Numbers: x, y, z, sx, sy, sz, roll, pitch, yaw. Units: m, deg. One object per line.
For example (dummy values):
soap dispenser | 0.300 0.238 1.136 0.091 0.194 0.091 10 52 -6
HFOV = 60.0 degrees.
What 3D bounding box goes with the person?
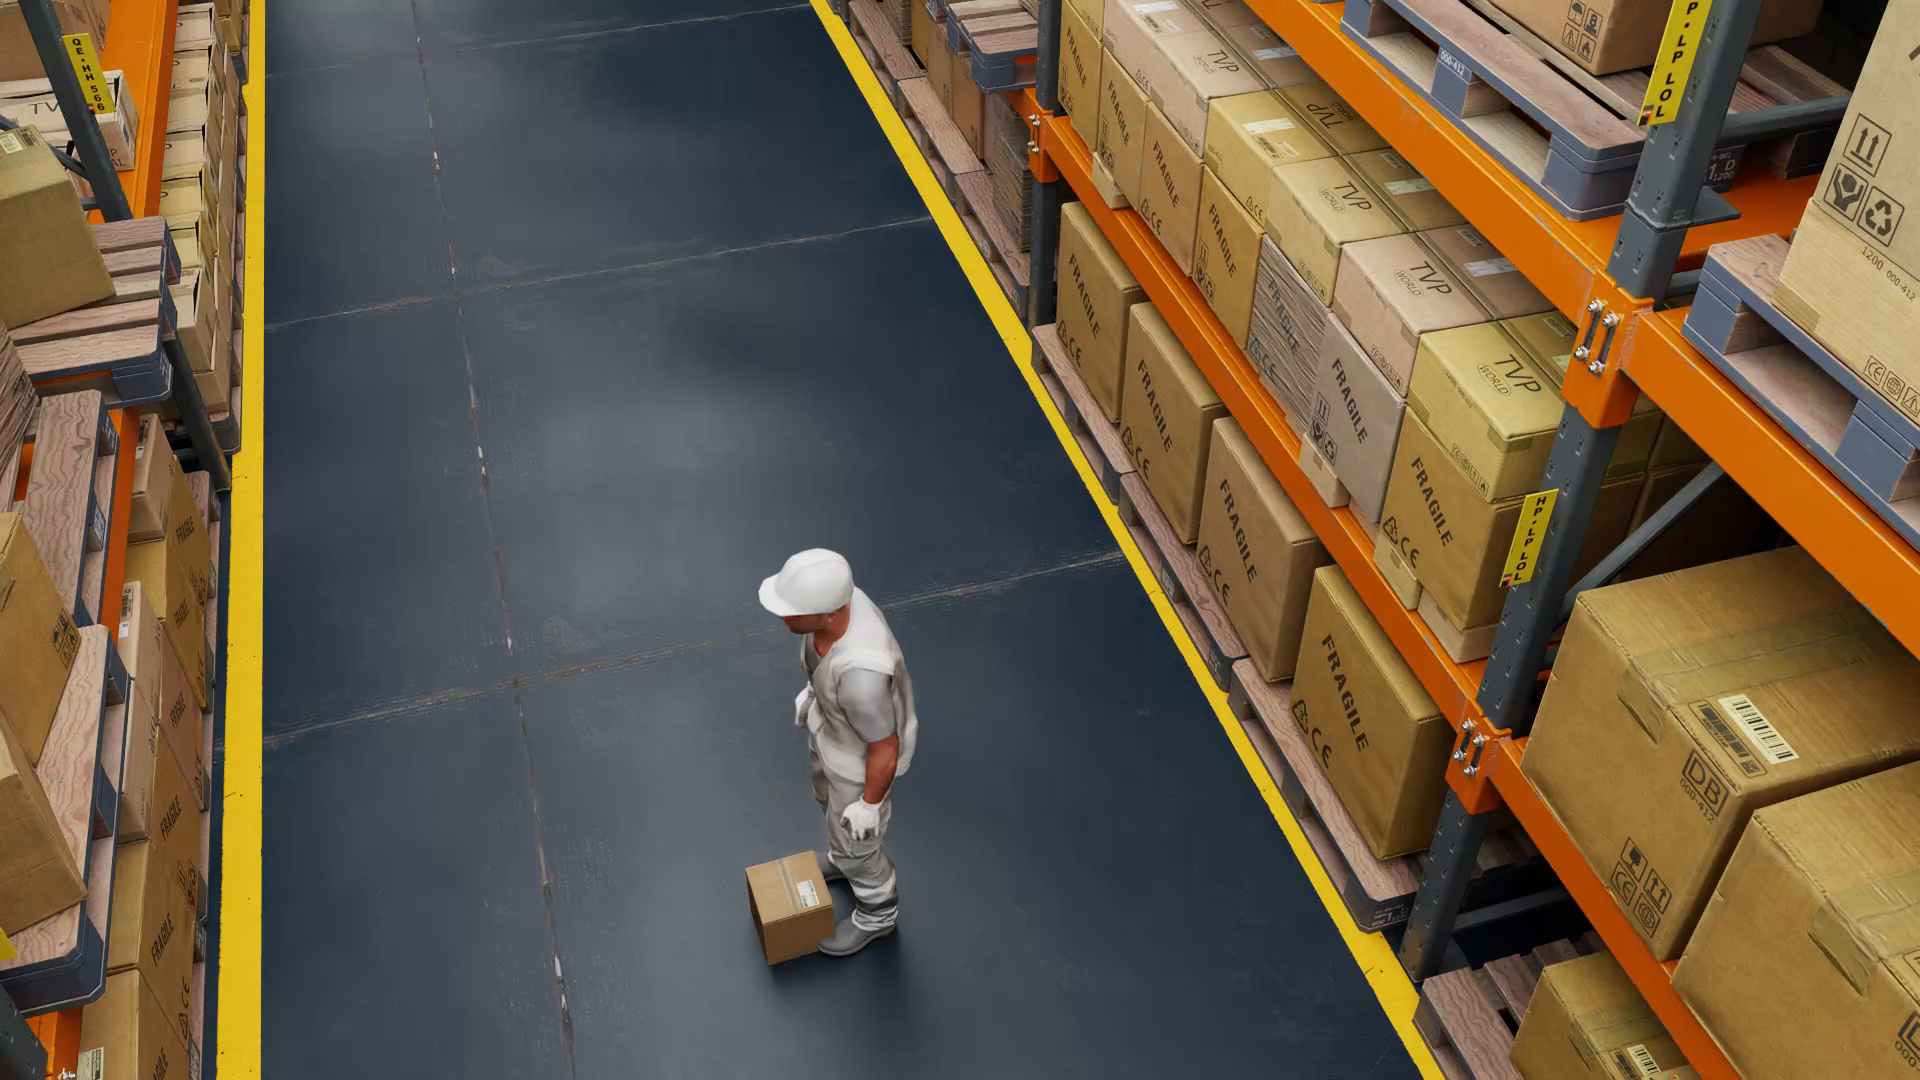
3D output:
person | -0.378 0.681 5.388 0.448 1.780 0.619 -14 44 -15
